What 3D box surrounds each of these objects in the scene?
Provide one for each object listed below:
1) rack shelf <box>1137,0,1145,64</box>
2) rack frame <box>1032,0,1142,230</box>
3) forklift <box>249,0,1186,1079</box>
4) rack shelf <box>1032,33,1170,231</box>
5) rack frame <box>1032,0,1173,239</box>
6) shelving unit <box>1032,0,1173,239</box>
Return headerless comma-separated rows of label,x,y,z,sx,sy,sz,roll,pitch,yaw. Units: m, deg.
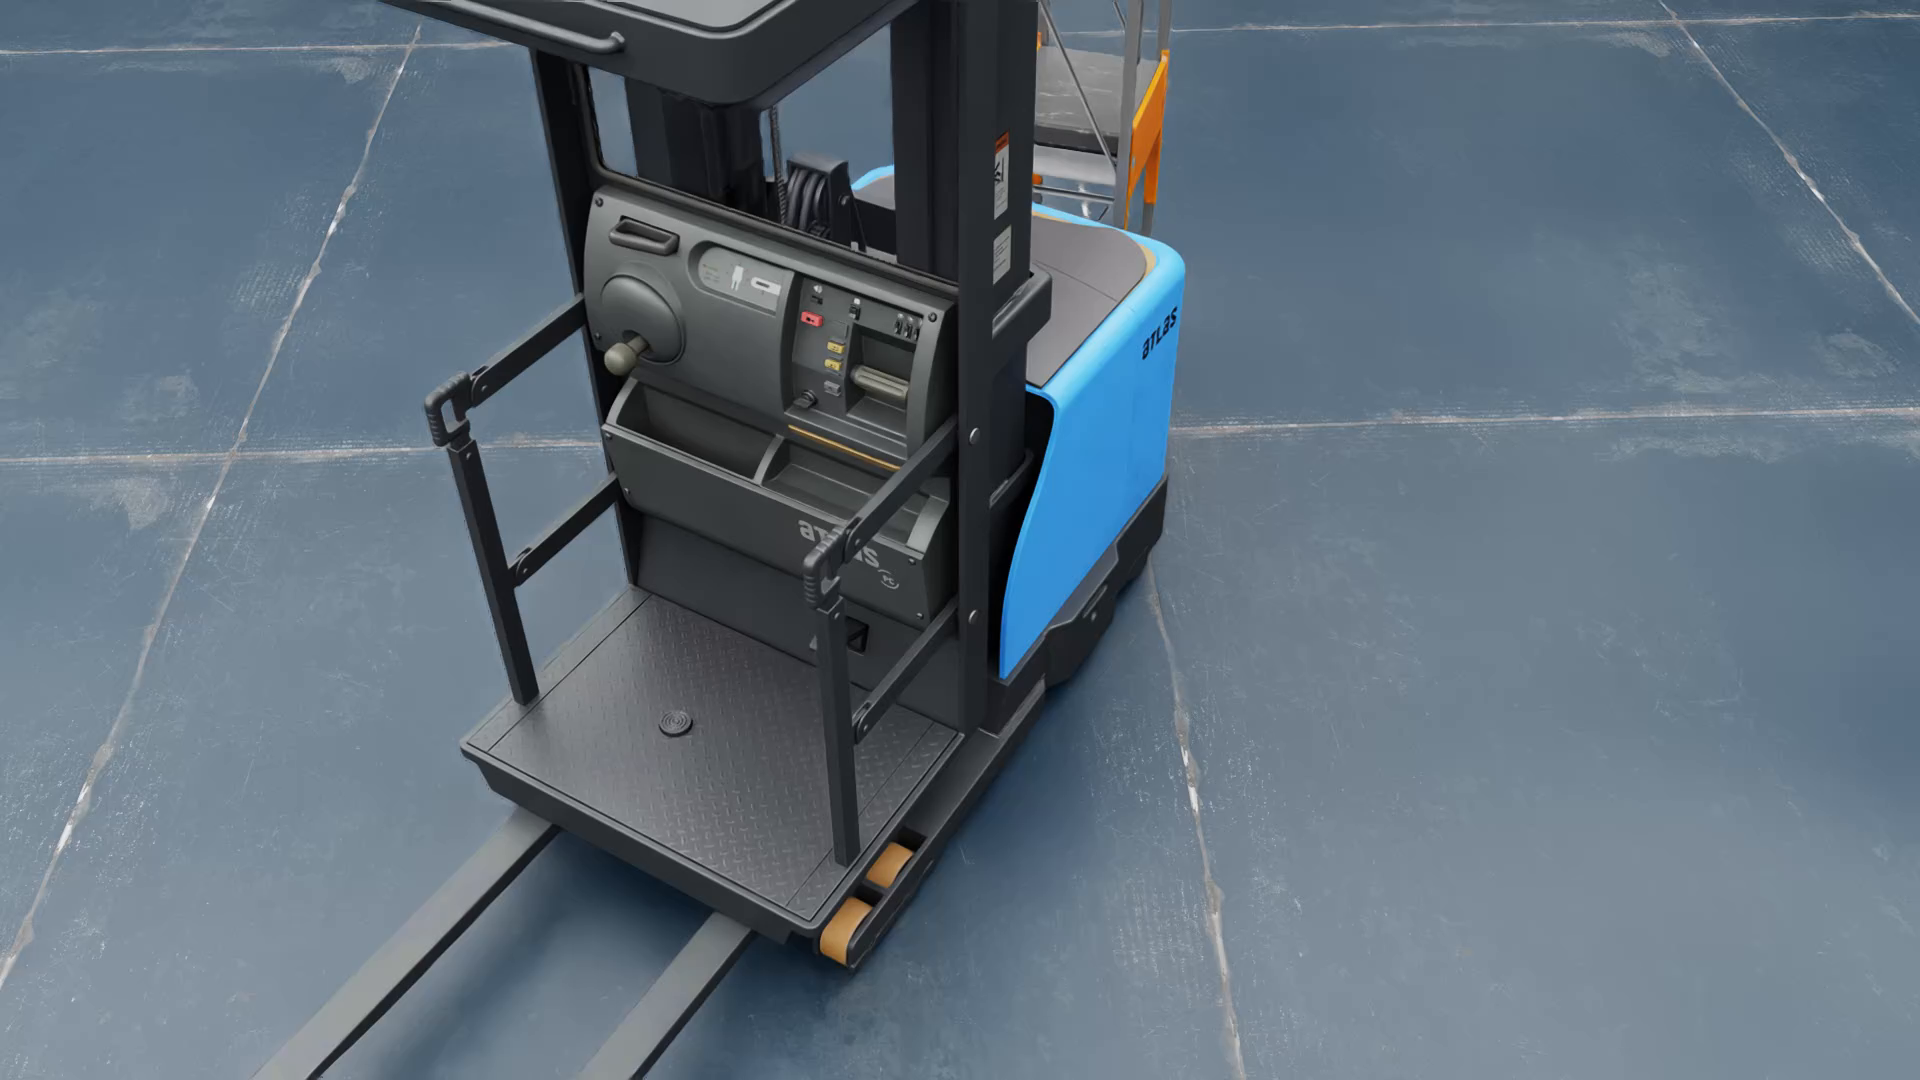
rack shelf,0.353,-1.659,4.490,0.431,0.518,0.480,12,44,12
rack frame,0.282,-0.995,4.782,0.400,2.100,0.015,12,44,12
forklift,-0.554,-0.395,3.512,1.130,2.935,3.031,22,47,22
rack shelf,0.353,-1.143,4.963,0.431,0.518,0.480,12,44,12
rack frame,0.425,-1.311,5.126,0.400,2.100,0.015,12,44,12
shelving unit,0.353,-1.153,4.954,0.431,2.100,0.503,12,44,12
